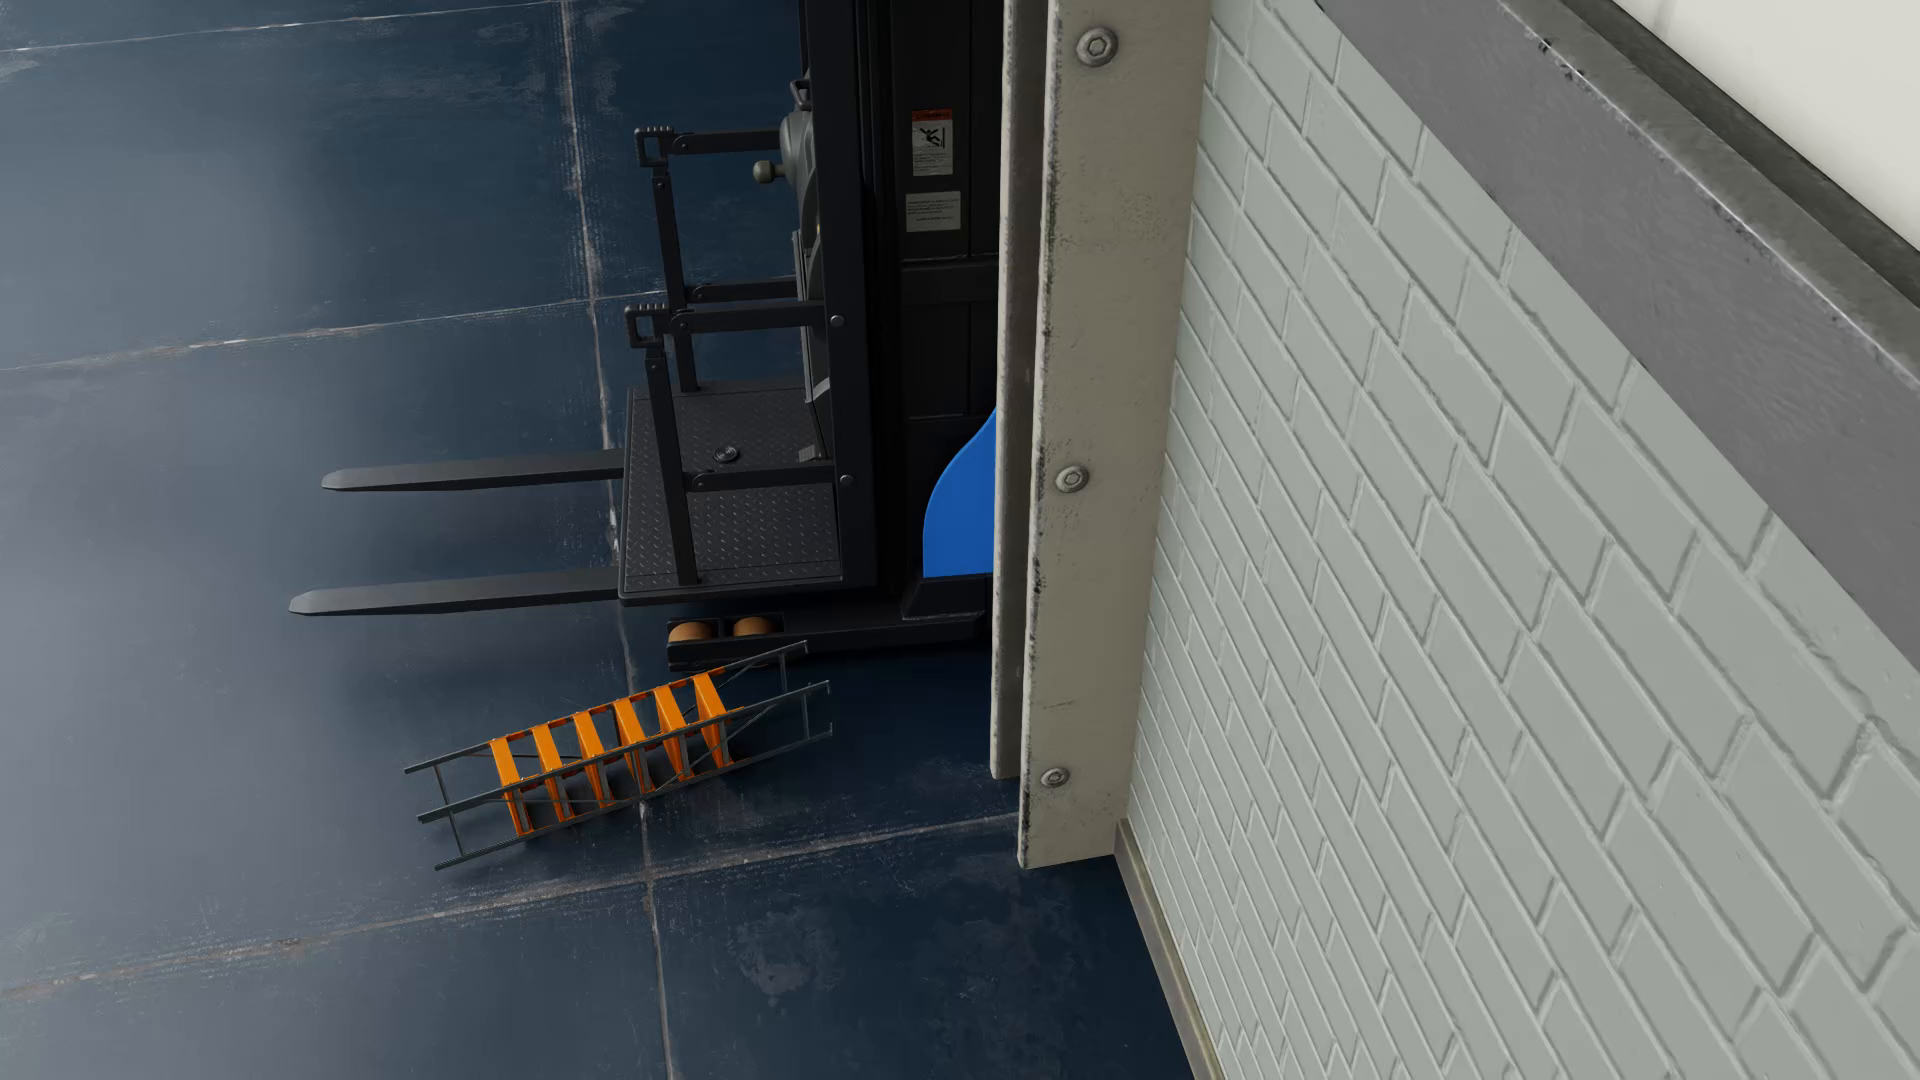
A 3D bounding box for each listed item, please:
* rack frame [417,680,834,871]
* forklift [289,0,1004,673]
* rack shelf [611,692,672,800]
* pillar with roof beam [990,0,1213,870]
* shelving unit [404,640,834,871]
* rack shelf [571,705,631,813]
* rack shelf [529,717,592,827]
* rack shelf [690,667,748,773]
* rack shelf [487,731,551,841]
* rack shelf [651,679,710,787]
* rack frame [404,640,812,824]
[{"bbox_3d":[-0.927,0.670,4.774,1.200,0.240,0.006,-17,44,-18],"label":"rack frame"},{"bbox_3d":[-0.623,-1.047,4.721,3.031,2.935,1.130,-5,42,-5],"label":"forklift"},{"bbox_3d":[-0.926,0.602,4.850,0.103,0.258,0.180,-17,44,-18],"label":"rack shelf"},{"bbox_3d":[-3.922,-1.967,1.187,9.100,9.000,0.400,-8,42,-9],"label":"pillar with roof beam"},{"bbox_3d":[-0.966,0.615,4.836,1.200,0.258,0.189,-17,44,-18],"label":"shelving unit"},{"bbox_3d":[-1.034,0.636,4.812,0.103,0.258,0.180,-17,44,-18],"label":"rack shelf"},{"bbox_3d":[-1.143,0.669,4.774,0.103,0.258,0.180,-17,44,-18],"label":"rack shelf"},{"bbox_3d":[-0.708,0.535,4.926,0.103,0.258,0.180,-17,44,-18],"label":"rack shelf"},{"bbox_3d":[-1.252,0.703,4.736,0.103,0.258,0.180,-17,44,-18],"label":"rack shelf"},{"bbox_3d":[-0.817,0.568,4.888,0.103,0.258,0.180,-17,44,-18],"label":"rack shelf"},{"bbox_3d":[-1.005,0.559,4.898,1.200,0.240,0.006,-17,44,-18],"label":"rack frame"}]
